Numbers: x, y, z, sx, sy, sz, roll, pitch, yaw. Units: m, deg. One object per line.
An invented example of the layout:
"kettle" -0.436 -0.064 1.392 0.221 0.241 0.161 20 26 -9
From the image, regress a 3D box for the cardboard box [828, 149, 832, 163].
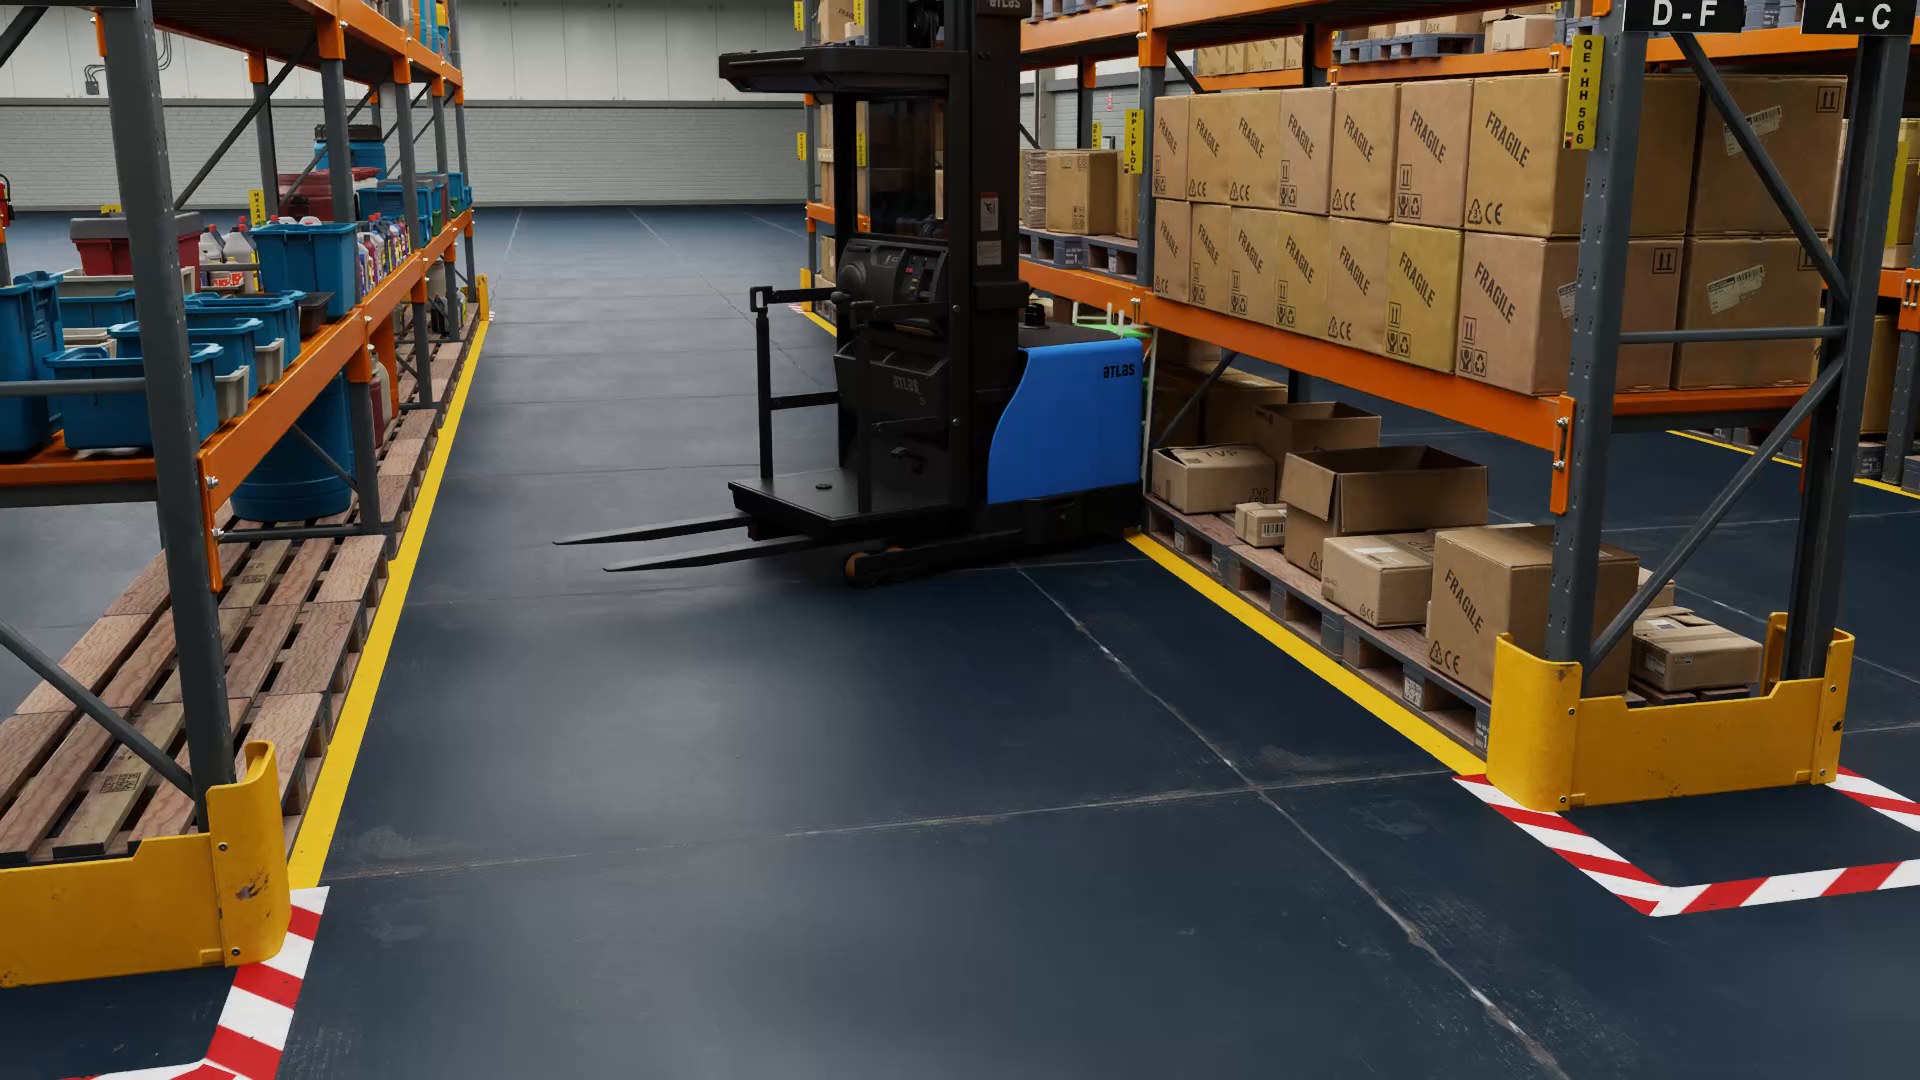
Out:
"cardboard box" -1.308 -4.409 19.075 0.380 0.149 0.250 -4 14 -14

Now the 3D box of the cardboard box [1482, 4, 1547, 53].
"cardboard box" 5.109 -4.577 14.761 0.797 0.503 0.637 -1 14 -5

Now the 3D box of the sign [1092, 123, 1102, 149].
"sign" 1.034 -3.035 12.757 0.100 0.325 0.005 -3 14 -13

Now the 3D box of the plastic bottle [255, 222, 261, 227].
"plastic bottle" -4.369 -1.836 10.366 0.061 0.283 0.133 -3 14 -13

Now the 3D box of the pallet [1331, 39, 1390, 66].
"pallet" 4.425 -4.896 16.723 1.213 0.211 1.003 -3 14 -13

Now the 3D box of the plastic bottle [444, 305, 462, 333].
"plastic bottle" -4.997 -2.188 16.374 0.152 0.276 0.135 -3 14 -11

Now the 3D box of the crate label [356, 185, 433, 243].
"crate label" -4.277 -2.465 12.622 0.502 0.435 0.616 -3 14 -13

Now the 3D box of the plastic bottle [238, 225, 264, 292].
"plastic bottle" -3.804 -1.501 8.856 0.144 0.351 0.185 -3 14 -13

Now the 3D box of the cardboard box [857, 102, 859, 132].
"cardboard box" -0.778 -4.414 17.731 0.700 0.500 0.500 -3 14 -13

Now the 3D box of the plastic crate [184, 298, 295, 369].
"plastic crate" -2.475 -0.685 5.636 0.416 0.233 0.300 -3 14 -13

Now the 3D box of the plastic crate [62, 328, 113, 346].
"plastic crate" -3.026 -0.635 5.635 0.298 0.136 0.250 -3 14 -13

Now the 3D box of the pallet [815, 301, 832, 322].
"pallet" -1.149 -2.796 19.925 1.003 0.211 1.213 -3 14 -13

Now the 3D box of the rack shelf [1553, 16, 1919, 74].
"rack shelf" 5.793 -3.402 11.727 1.077 0.370 4.000 -3 14 -13

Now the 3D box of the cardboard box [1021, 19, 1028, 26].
"cardboard box" 0.886 -3.648 11.008 0.910 0.500 0.500 -3 14 -13

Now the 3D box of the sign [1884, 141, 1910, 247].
"sign" 2.915 -1.084 5.220 0.100 0.325 0.005 -3 14 -13

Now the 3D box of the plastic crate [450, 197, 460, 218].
"plastic crate" -5.290 -3.352 16.775 0.450 0.188 0.662 -3 14 -13

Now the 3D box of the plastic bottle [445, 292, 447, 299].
"plastic bottle" -5.399 -2.478 17.547 0.061 0.283 0.133 -3 14 -13

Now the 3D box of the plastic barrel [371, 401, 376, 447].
"plastic barrel" -3.690 -0.701 9.834 0.421 0.512 0.421 0 14 0

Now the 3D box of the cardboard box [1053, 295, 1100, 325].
"cardboard box" 0.974 -1.627 12.026 0.500 0.250 0.500 -3 14 -11

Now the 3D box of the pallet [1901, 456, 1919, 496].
"pallet" 6.365 -0.299 9.704 1.003 0.211 1.213 -3 14 -13

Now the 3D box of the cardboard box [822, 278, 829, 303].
"cardboard box" -1.339 -2.941 19.555 0.500 0.250 0.500 -3 14 -13

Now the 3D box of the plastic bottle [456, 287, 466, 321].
"plastic bottle" -5.220 -2.447 17.278 0.144 0.351 0.185 -3 14 -11

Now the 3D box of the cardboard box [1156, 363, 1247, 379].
"cardboard box" 1.436 -0.803 10.234 0.500 0.500 0.500 -3 14 -12

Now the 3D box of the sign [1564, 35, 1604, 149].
"sign" 1.844 -1.323 4.916 0.100 0.325 0.005 -3 14 -13

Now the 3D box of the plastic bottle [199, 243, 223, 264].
"plastic bottle" -3.860 -1.378 8.507 0.152 0.276 0.135 -3 14 -13

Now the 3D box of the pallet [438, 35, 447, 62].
"pallet" -5.510 -4.653 15.729 1.213 0.211 1.003 -3 14 -13

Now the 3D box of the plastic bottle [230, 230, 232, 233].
"plastic bottle" -4.163 -1.633 9.537 0.061 0.283 0.133 -3 14 -13

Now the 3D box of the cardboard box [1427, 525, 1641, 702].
"cardboard box" 2.021 0.256 5.900 0.500 0.500 0.500 -3 14 -13

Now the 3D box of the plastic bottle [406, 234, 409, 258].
"plastic bottle" -3.788 -2.010 11.252 0.097 0.201 0.097 0 14 0

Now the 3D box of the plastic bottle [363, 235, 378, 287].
"plastic bottle" -3.247 -1.537 9.145 0.061 0.283 0.133 -3 14 -13

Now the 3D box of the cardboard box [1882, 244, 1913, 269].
"cardboard box" 5.908 -1.783 10.391 0.380 0.149 0.250 -3 14 -13

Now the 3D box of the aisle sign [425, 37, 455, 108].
"aisle sign" -5.914 -5.345 19.007 0.394 0.787 0.004 -3 14 -13

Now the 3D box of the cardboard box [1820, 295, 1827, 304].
"cardboard box" 5.772 -1.340 11.737 0.750 0.750 0.750 -3 14 -11

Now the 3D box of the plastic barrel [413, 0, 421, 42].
"plastic barrel" -4.442 -4.222 12.662 0.600 0.830 0.708 -3 14 -13

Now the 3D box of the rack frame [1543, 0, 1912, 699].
"rack frame" 2.388 -0.633 5.199 1.000 3.000 0.127 -3 14 -13

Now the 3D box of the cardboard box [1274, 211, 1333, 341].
"cardboard box" 1.663 -1.121 6.985 0.500 0.500 0.500 -3 14 -14

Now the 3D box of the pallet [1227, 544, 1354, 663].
"pallet" 1.899 0.239 7.504 1.003 0.211 1.213 -3 14 -13

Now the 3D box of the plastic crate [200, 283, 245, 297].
"plastic crate" -3.397 -1.066 7.401 0.396 0.136 0.243 -3 14 -13

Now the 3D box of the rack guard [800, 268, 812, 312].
"rack guard" -1.375 -3.116 20.626 1.175 0.500 0.348 -3 14 -13

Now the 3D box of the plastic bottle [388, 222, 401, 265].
"plastic bottle" -3.642 -1.901 10.658 0.097 0.271 0.097 0 14 0

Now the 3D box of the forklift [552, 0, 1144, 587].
"forklift" -0.518 -1.339 8.232 3.031 2.935 1.130 -9 17 -33

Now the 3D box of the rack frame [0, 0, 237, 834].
"rack frame" -2.428 -0.358 4.072 1.000 3.000 0.127 -3 14 -13

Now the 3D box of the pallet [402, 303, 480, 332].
"pallet" -5.936 -2.492 18.682 1.003 0.211 1.213 -3 14 -13

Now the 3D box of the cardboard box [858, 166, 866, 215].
"cardboard box" -0.671 -3.673 17.432 0.700 0.500 0.500 -3 14 -14

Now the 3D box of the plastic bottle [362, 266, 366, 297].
"plastic bottle" -3.115 -1.349 8.547 0.097 0.201 0.097 0 14 0

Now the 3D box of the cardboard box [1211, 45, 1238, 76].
"cardboard box" 3.371 -5.900 20.182 0.500 0.500 0.500 -2 14 -9

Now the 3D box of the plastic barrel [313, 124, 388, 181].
"plastic barrel" -5.450 -3.264 14.910 0.600 0.901 0.708 -3 14 -13

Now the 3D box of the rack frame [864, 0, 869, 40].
"rack frame" -0.430 -6.316 15.818 1.000 3.000 0.127 -3 14 -13

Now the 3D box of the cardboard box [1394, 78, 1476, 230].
"cardboard box" 1.897 -1.371 5.903 0.500 0.500 0.500 -3 14 -12

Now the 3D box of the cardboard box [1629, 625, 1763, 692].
"cardboard box" 2.624 0.422 5.959 0.380 0.149 0.250 -3 14 -13

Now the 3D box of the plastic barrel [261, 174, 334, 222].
"plastic barrel" -4.710 -2.360 11.979 0.600 0.536 0.708 -3 14 -13

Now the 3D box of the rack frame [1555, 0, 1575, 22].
"rack frame" 5.323 -5.670 13.174 1.000 3.000 0.127 -3 14 -13

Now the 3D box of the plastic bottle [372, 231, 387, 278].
"plastic bottle" -3.401 -1.664 9.689 0.097 0.271 0.097 0 14 0

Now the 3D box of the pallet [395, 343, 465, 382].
"pallet" -5.024 -1.593 15.001 1.003 0.211 1.213 -3 14 -13

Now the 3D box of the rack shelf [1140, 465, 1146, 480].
"rack shelf" 0.794 -0.386 9.222 0.258 0.148 0.480 -2 13 -26

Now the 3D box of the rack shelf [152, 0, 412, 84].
"rack shelf" -3.837 -2.850 9.467 1.077 0.370 4.000 -3 14 -13

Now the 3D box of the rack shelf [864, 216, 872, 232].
"rack shelf" 0.039 -2.591 14.727 1.077 0.370 4.000 -3 14 -13

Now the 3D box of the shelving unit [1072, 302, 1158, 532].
"shelving unit" 0.812 -0.683 9.159 0.258 1.200 0.503 -2 13 -26
